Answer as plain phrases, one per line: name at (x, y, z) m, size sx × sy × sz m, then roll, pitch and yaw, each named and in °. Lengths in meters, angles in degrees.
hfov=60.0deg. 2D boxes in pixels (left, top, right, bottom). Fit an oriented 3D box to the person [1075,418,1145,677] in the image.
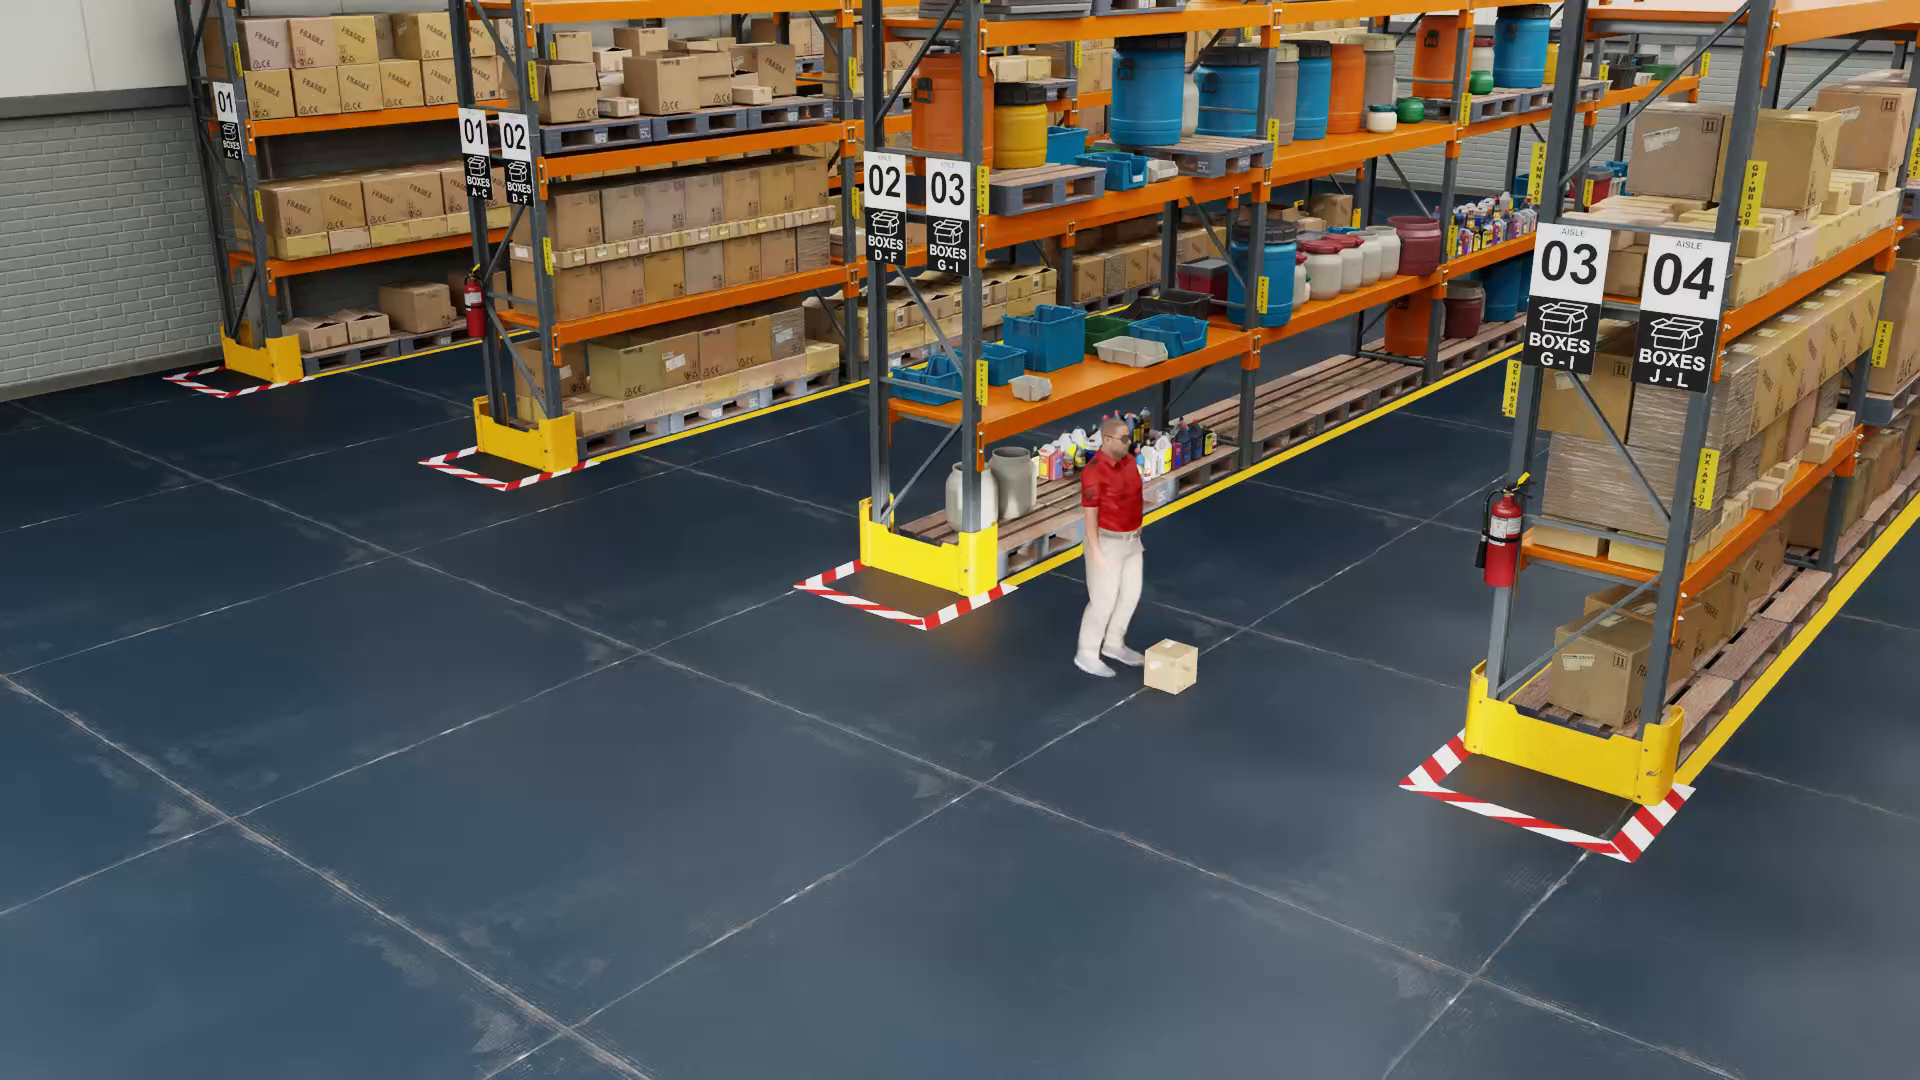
person at (1.035, 0.046, 11.027) m, size 0.360 × 1.746 × 0.526 m, roll 16°, pitch 26°, yaw 38°
